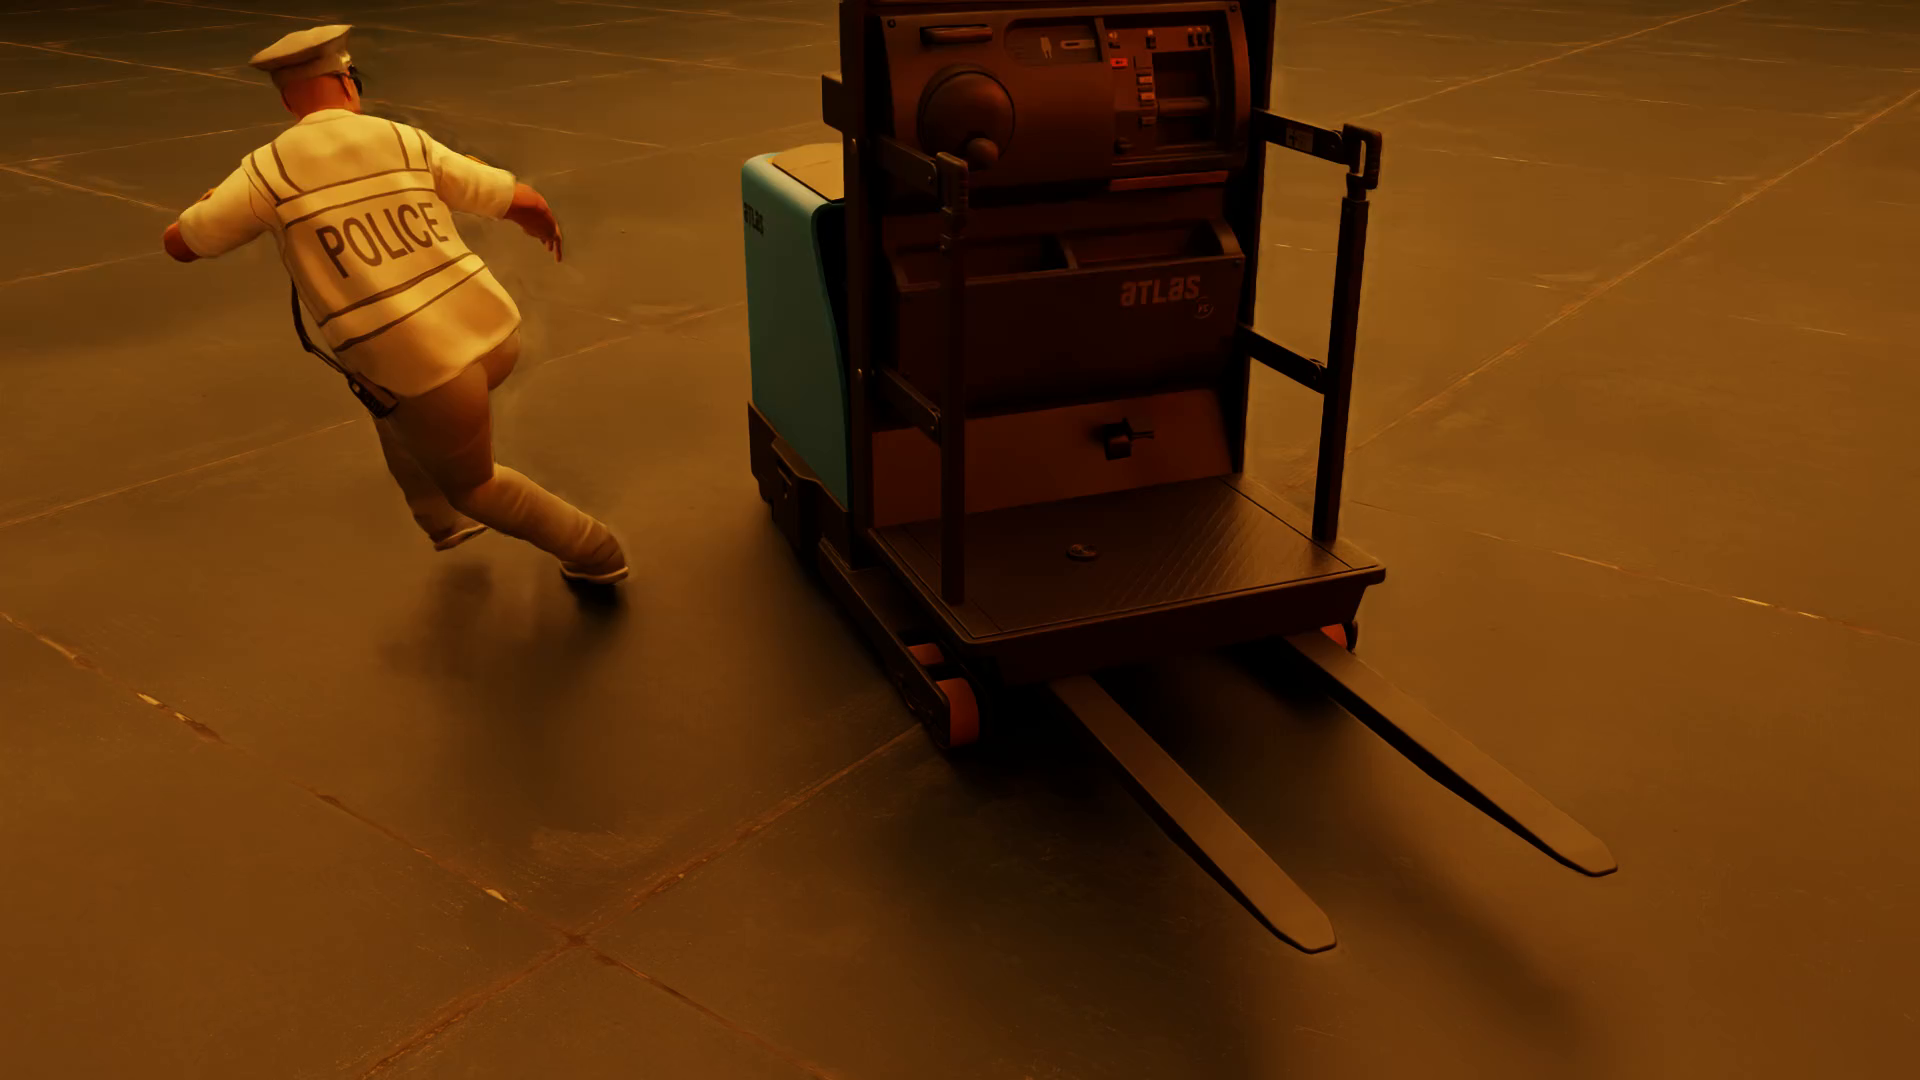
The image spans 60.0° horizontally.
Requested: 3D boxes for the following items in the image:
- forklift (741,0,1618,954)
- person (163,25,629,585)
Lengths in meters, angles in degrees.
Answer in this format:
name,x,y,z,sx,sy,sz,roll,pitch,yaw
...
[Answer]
name,x,y,z,sx,sy,sz,roll,pitch,yaw
forklift,0.344,-1.046,3.742,1.130,2.935,3.031,-9,25,-20
person,-1.434,-0.556,4.352,0.930,1.522,0.999,17,29,34
